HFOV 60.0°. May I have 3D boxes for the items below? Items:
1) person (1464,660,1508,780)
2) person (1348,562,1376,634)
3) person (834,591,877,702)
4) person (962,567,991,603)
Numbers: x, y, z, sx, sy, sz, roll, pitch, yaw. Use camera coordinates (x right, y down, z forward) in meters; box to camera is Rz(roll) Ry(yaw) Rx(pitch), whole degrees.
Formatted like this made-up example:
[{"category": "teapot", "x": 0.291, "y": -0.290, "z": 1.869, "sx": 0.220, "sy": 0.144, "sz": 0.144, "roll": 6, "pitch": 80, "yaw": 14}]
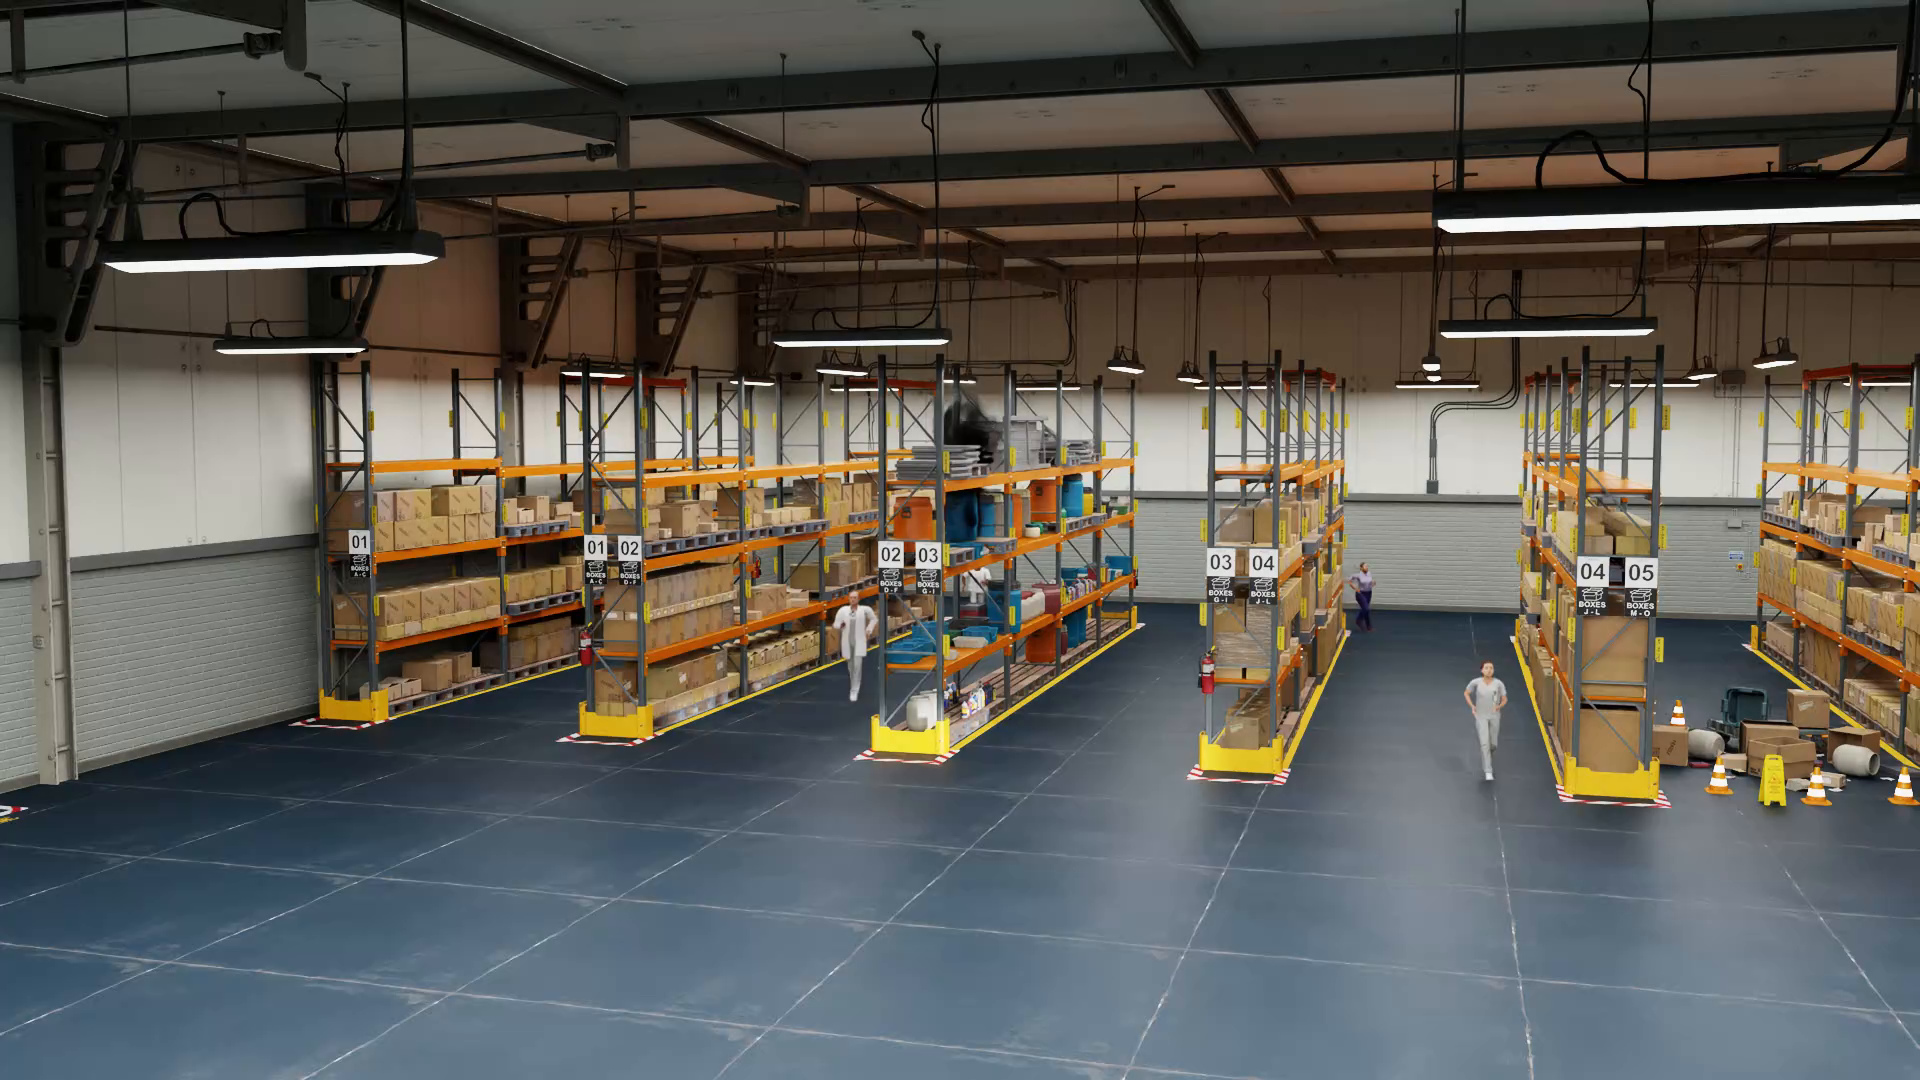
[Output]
[{"category": "person", "x": 7.372, "y": 2.493, "z": 23.304, "sx": 0.578, "sy": 1.644, "sz": 0.863, "roll": 1, "pitch": 4, "yaw": 9}, {"category": "person", "x": 9.574, "y": 1.365, "z": 39.533, "sx": 0.609, "sy": 1.691, "sz": 0.816, "roll": -2, "pitch": 5, "yaw": -31}, {"category": "person", "x": -1.802, "y": 1.831, "z": 28.192, "sx": 0.698, "sy": 1.745, "sz": 0.908, "roll": 1, "pitch": 4, "yaw": 10}, {"category": "person", "x": 0.405, "y": 1.263, "z": 40.053, "sx": 0.680, "sy": 1.782, "sz": 0.718, "roll": 0, "pitch": 4, "yaw": -4}]
